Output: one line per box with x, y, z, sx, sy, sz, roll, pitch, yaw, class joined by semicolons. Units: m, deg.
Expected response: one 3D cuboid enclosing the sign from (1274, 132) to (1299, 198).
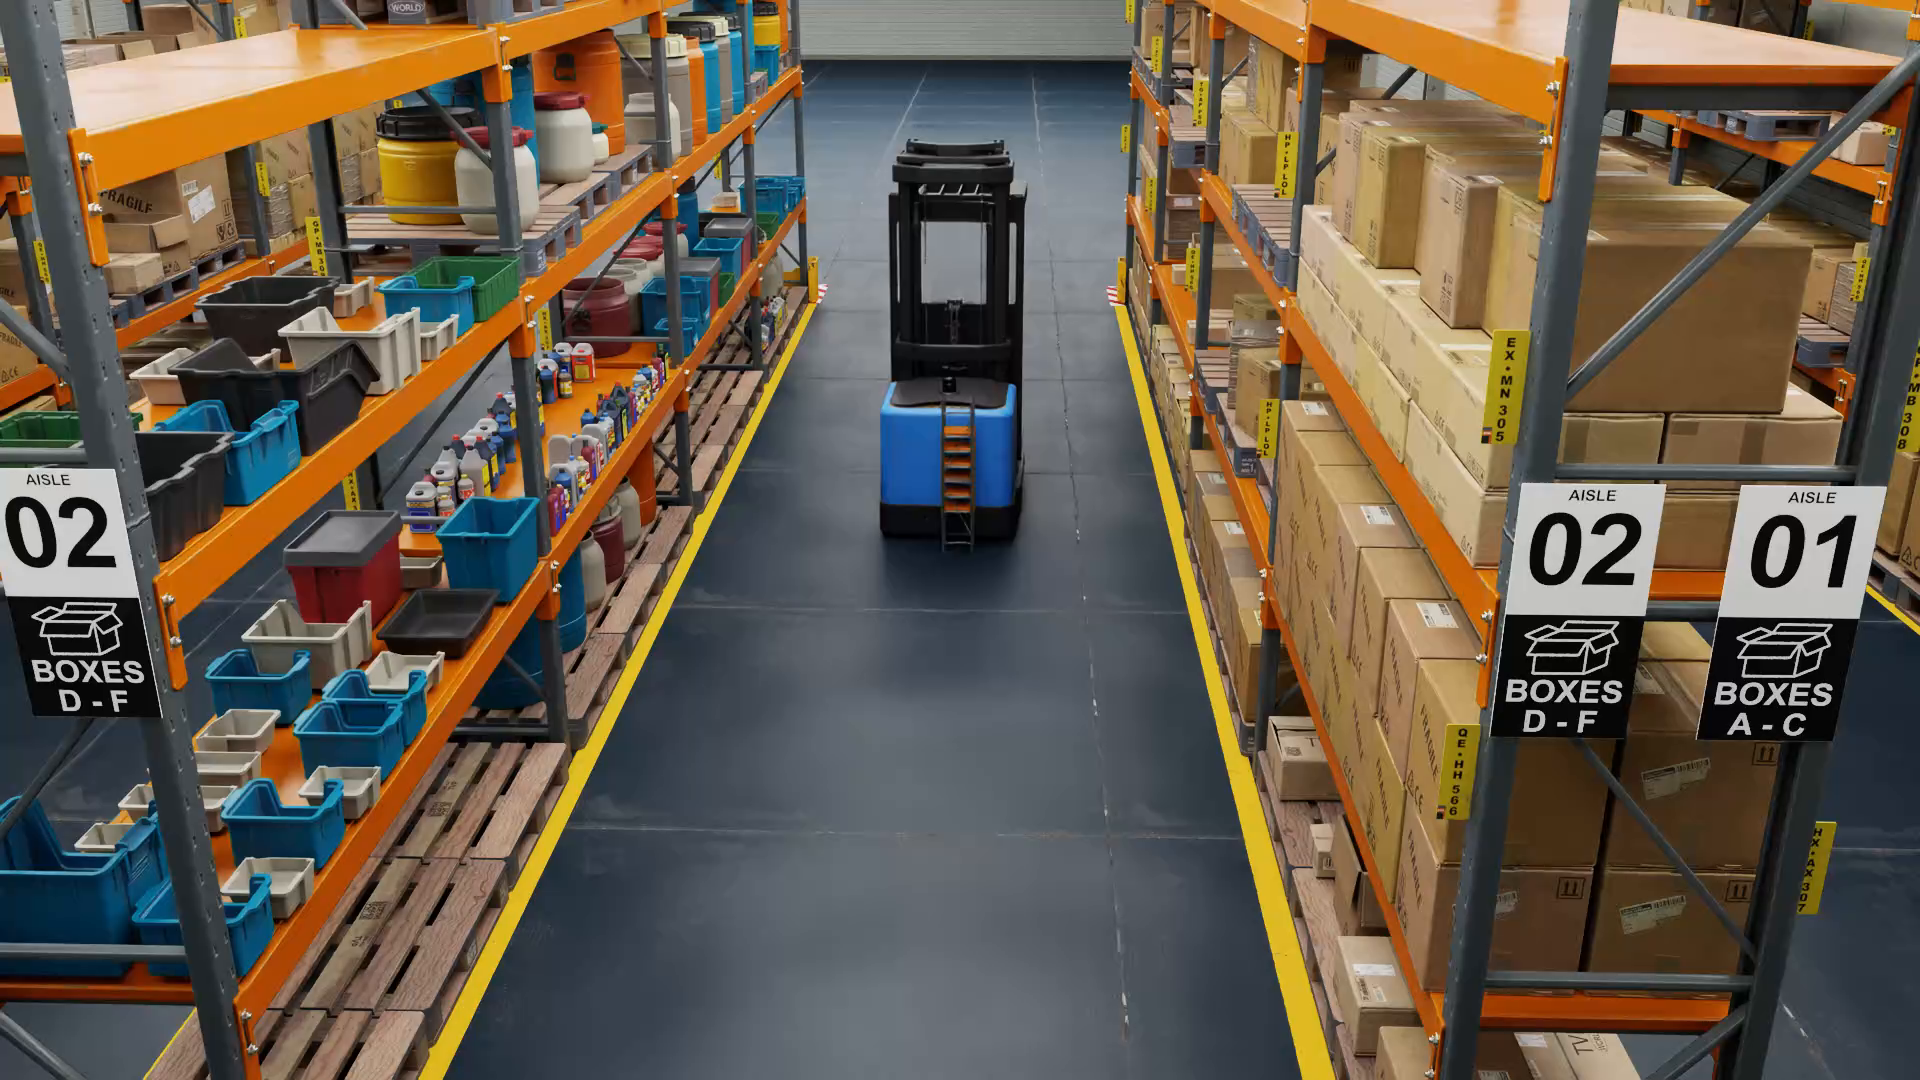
1.628;-1.870;8.297;0.100;0.325;0.005;1;21;2;sign

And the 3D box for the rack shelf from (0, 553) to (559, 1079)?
-2.829;0.960;7.402;1.077;0.370;4.000;1;21;2;rack shelf

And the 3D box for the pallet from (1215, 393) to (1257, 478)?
2.250;-0.696;10.942;1.003;0.211;1.213;1;21;2;pallet

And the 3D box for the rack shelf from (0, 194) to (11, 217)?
-12.369;-3.524;18.960;1.077;0.370;4.000;1;21;2;rack shelf

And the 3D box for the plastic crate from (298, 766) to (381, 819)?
-2.440;0.997;6.595;0.250;0.136;0.298;1;21;2;plastic crate

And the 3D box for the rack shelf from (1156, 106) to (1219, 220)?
2.365;-3.275;14.171;1.077;0.370;4.000;1;21;2;rack shelf

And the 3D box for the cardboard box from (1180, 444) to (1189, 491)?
2.077;-0.596;13.638;0.500;0.250;0.500;1;21;3;cardboard box

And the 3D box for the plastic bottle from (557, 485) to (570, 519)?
-2.341;-0.224;9.734;0.097;0.201;0.097;0;21;0;plastic bottle

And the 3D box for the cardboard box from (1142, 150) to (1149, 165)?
2.306;-4.405;19.201;0.380;0.149;0.250;1;21;2;cardboard box

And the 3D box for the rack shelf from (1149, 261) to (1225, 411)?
2.365;-1.877;14.713;1.077;0.370;4.000;1;21;2;rack shelf

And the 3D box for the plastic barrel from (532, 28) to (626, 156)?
-2.667;-3.134;11.638;0.600;0.830;0.708;1;21;2;plastic barrel

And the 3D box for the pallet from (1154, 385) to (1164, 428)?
2.443;-1.368;16.264;1.003;0.211;1.213;1;21;2;pallet

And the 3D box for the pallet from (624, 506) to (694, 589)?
-2.629;0.041;12.632;1.003;0.211;1.213;1;21;2;pallet

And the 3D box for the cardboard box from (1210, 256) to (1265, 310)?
2.339;-2.142;14.265;0.500;0.500;0.500;0;21;-1;cardboard box

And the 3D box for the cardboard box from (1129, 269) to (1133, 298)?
2.309;-3.104;20.102;0.500;0.250;0.500;1;21;2;cardboard box

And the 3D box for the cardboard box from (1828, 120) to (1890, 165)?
7.008;-3.065;12.731;0.500;0.311;0.500;1;21;2;cardboard box

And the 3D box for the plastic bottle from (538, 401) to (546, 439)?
-2.878;-0.857;11.158;0.144;0.351;0.185;1;21;2;plastic bottle

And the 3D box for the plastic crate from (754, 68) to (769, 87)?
-2.205;-4.858;17.549;0.336;0.188;0.450;1;21;2;plastic crate

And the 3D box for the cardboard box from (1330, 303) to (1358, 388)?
1.885;-0.836;7.099;0.500;0.250;0.500;1;21;2;cardboard box

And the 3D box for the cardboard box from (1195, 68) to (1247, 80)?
2.384;-4.038;14.770;0.500;0.250;0.500;-1;21;-4;cardboard box

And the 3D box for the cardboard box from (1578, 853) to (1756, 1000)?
2.338;1.200;5.653;0.500;0.500;0.500;1;21;3;cardboard box

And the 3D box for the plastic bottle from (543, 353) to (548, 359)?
-3.038;-1.219;12.185;0.061;0.283;0.133;1;21;2;plastic bottle

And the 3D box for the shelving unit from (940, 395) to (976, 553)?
-0.014;-0.494;12.643;0.258;1.200;0.189;1;21;4;shelving unit

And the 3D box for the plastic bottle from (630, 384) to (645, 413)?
-2.276;-1.000;11.735;0.097;0.201;0.097;0;21;0;plastic bottle

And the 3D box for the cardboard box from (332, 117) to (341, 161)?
-7.174;-4.399;18.289;0.500;0.500;0.500;1;21;2;cardboard box

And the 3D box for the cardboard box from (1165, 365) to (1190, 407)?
2.119;-1.408;14.956;0.500;0.311;0.500;1;21;3;cardboard box

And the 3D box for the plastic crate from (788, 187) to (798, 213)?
-2.145;-3.949;19.265;0.499;0.251;0.408;1;21;2;plastic crate

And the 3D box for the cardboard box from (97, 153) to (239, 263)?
-7.640;-3.235;15.810;1.000;1.000;1.000;1;21;2;cardboard box

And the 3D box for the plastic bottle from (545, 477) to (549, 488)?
-2.487;-0.296;9.920;0.097;0.201;0.097;0;21;0;plastic bottle

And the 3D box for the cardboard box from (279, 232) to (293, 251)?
-7.148;-3.093;17.201;0.380;0.149;0.250;1;21;2;cardboard box

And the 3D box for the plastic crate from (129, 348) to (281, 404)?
-3.075;-0.678;6.846;0.437;0.136;0.530;1;21;2;plastic crate

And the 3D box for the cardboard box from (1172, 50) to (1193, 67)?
2.190;-4.917;16.980;0.380;0.149;0.250;1;21;2;cardboard box

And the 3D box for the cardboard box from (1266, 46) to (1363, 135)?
2.254;-2.874;10.621;0.500;0.500;0.500;1;21;2;cardboard box

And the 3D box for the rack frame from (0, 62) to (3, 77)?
-7.597;-4.396;11.919;1.000;3.000;0.127;1;21;2;rack frame

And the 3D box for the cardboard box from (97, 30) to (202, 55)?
-7.589;-4.519;15.659;0.797;0.503;0.637;0;21;-1;cardboard box

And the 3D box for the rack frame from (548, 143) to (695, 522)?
-2.646;-1.545;12.863;1.000;3.000;0.127;1;21;2;rack frame

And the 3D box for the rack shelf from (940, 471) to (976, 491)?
-0.014;-0.452;12.659;0.258;0.103;0.180;1;21;4;rack shelf

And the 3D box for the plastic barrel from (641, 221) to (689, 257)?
-2.773;-2.711;15.681;0.433;0.535;0.433;0;21;0;plastic barrel

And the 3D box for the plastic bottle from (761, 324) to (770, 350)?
-2.094;-2.154;17.590;0.152;0.276;0.135;1;21;4;plastic bottle

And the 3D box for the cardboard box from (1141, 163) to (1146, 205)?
2.521;-4.259;19.721;0.700;0.500;0.500;1;21;2;cardboard box

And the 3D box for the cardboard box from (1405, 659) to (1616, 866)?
1.800;0.727;5.488;0.500;0.500;0.500;0;21;1;cardboard box

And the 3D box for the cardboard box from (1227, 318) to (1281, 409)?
2.179;-1.174;11.188;0.700;0.500;0.500;5;22;12;cardboard box

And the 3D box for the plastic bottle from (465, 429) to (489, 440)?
-3.049;-0.550;10.471;0.152;0.276;0.135;1;21;2;plastic bottle

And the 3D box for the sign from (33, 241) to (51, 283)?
-7.042;-2.134;12.782;0.100;0.325;0.005;1;21;2;sign

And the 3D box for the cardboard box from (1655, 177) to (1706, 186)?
7.083;-3.345;16.647;0.500;0.500;0.500;1;21;1;cardboard box

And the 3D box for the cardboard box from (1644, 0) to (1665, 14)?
7.128;-5.186;16.553;0.500;0.500;0.500;2;21;5;cardboard box

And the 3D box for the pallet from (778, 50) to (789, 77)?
-2.526;-5.450;19.042;1.003;0.211;1.213;1;21;2;pallet

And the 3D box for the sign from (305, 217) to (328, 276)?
-3.318;-1.508;8.609;0.100;0.325;0.005;1;21;2;sign

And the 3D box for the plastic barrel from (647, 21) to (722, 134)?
-2.363;-3.964;14.258;0.600;0.901;0.708;1;21;2;plastic barrel

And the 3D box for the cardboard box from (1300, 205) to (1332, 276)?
1.920;-1.431;7.940;0.500;0.250;0.500;1;21;2;cardboard box

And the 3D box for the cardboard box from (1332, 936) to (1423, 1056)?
1.890;1.938;7.080;0.500;0.250;0.500;1;21;2;cardboard box

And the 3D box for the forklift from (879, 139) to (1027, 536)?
-0.011;-1.885;13.836;1.130;2.935;3.031;1;21;4;forklift

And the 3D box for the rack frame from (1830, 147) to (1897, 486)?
7.256;-1.436;12.582;1.000;3.000;0.127;1;21;2;rack frame

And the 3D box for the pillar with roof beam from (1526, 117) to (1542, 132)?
4.222;-9.079;23.988;9.100;9.000;0.400;1;21;2;pillar with roof beam

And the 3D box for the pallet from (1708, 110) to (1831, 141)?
7.224;-3.596;14.262;1.213;0.211;1.003;1;21;2;pallet

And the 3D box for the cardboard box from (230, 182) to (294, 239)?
-7.400;-3.393;17.077;0.875;0.500;0.500;1;21;2;cardboard box
